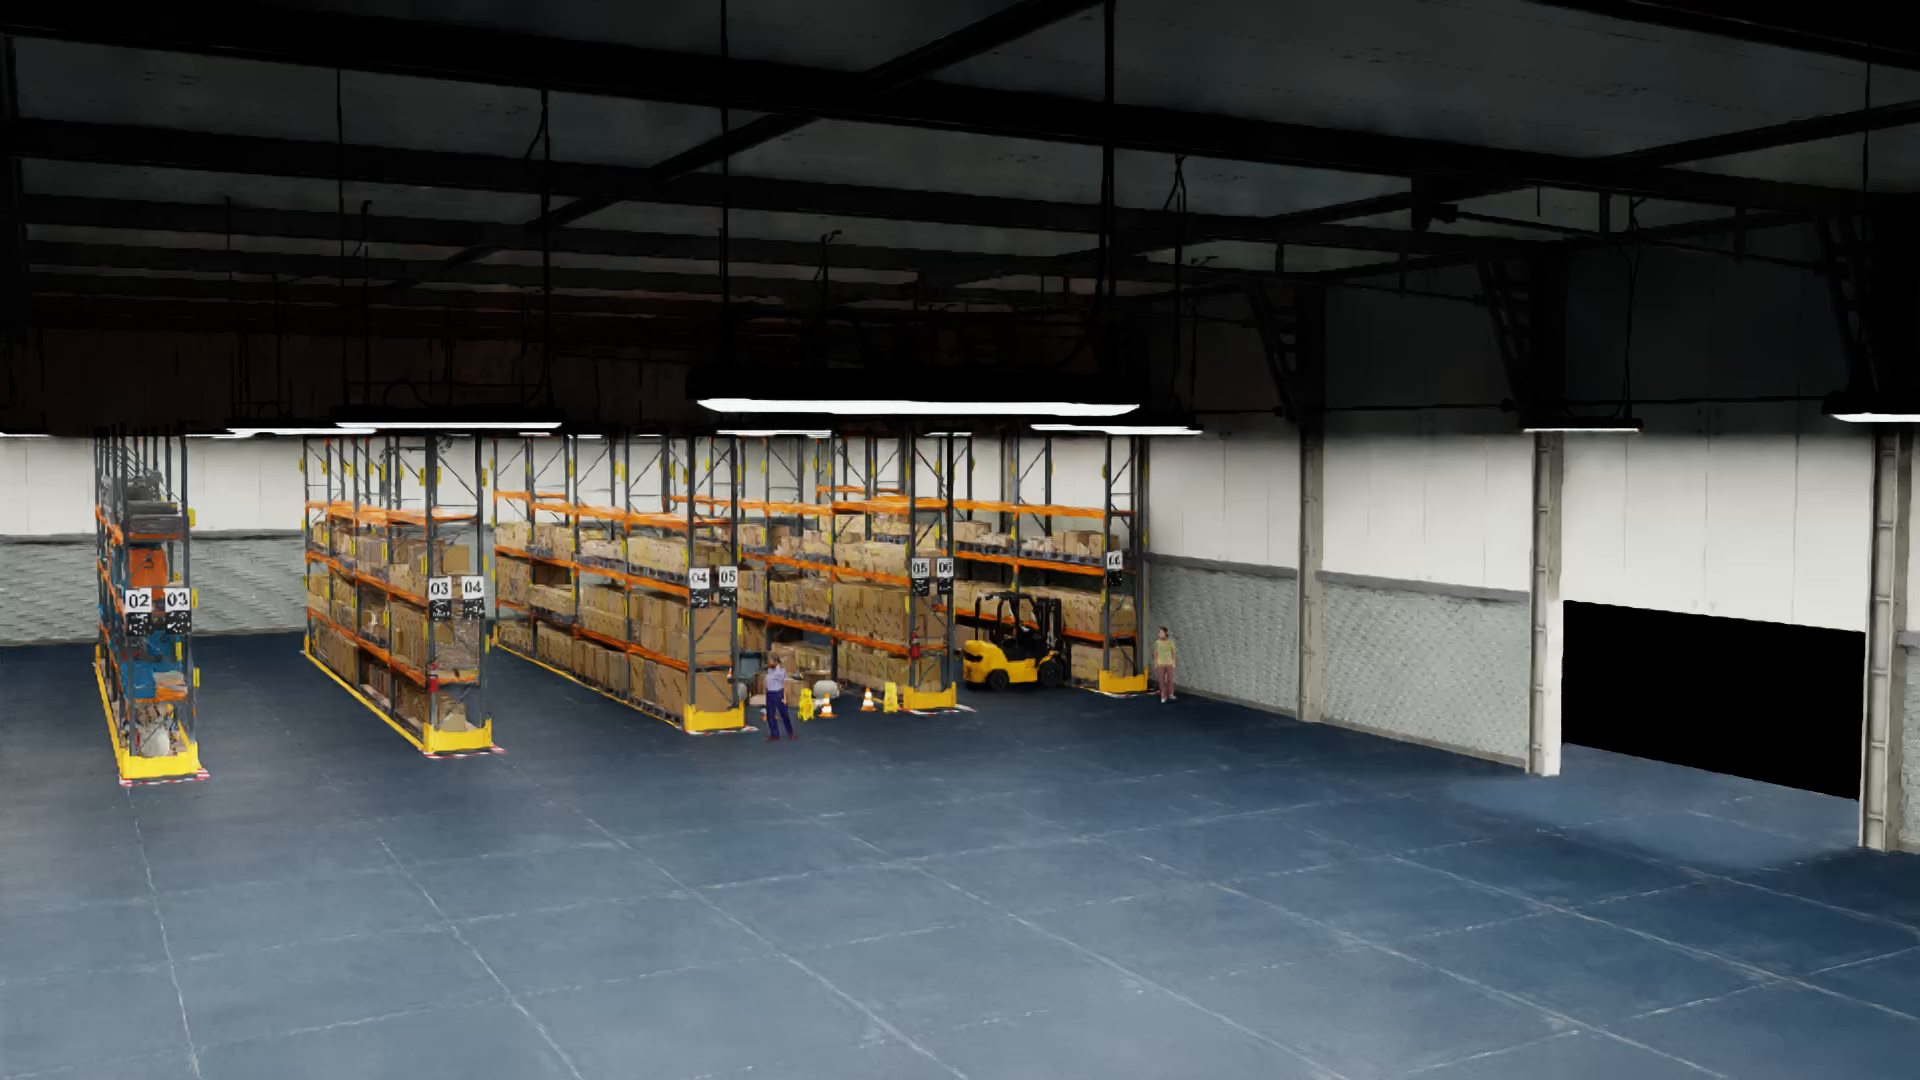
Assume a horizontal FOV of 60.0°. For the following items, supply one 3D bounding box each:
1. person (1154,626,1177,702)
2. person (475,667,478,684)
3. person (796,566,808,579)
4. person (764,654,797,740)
[{"bbox_3d":[4.491,2.698,36.338,0.510,1.657,0.552,0,3,7],"label":"person"},{"bbox_3d":[-11.469,2.596,38.830,0.419,1.514,1.038,-2,4,-31],"label":"person"},{"bbox_3d":[-5.086,1.702,53.448,0.604,1.579,0.768,2,4,31],"label":"person"},{"bbox_3d":[-3.440,2.991,31.754,0.597,1.640,0.532,3,4,36],"label":"person"}]
